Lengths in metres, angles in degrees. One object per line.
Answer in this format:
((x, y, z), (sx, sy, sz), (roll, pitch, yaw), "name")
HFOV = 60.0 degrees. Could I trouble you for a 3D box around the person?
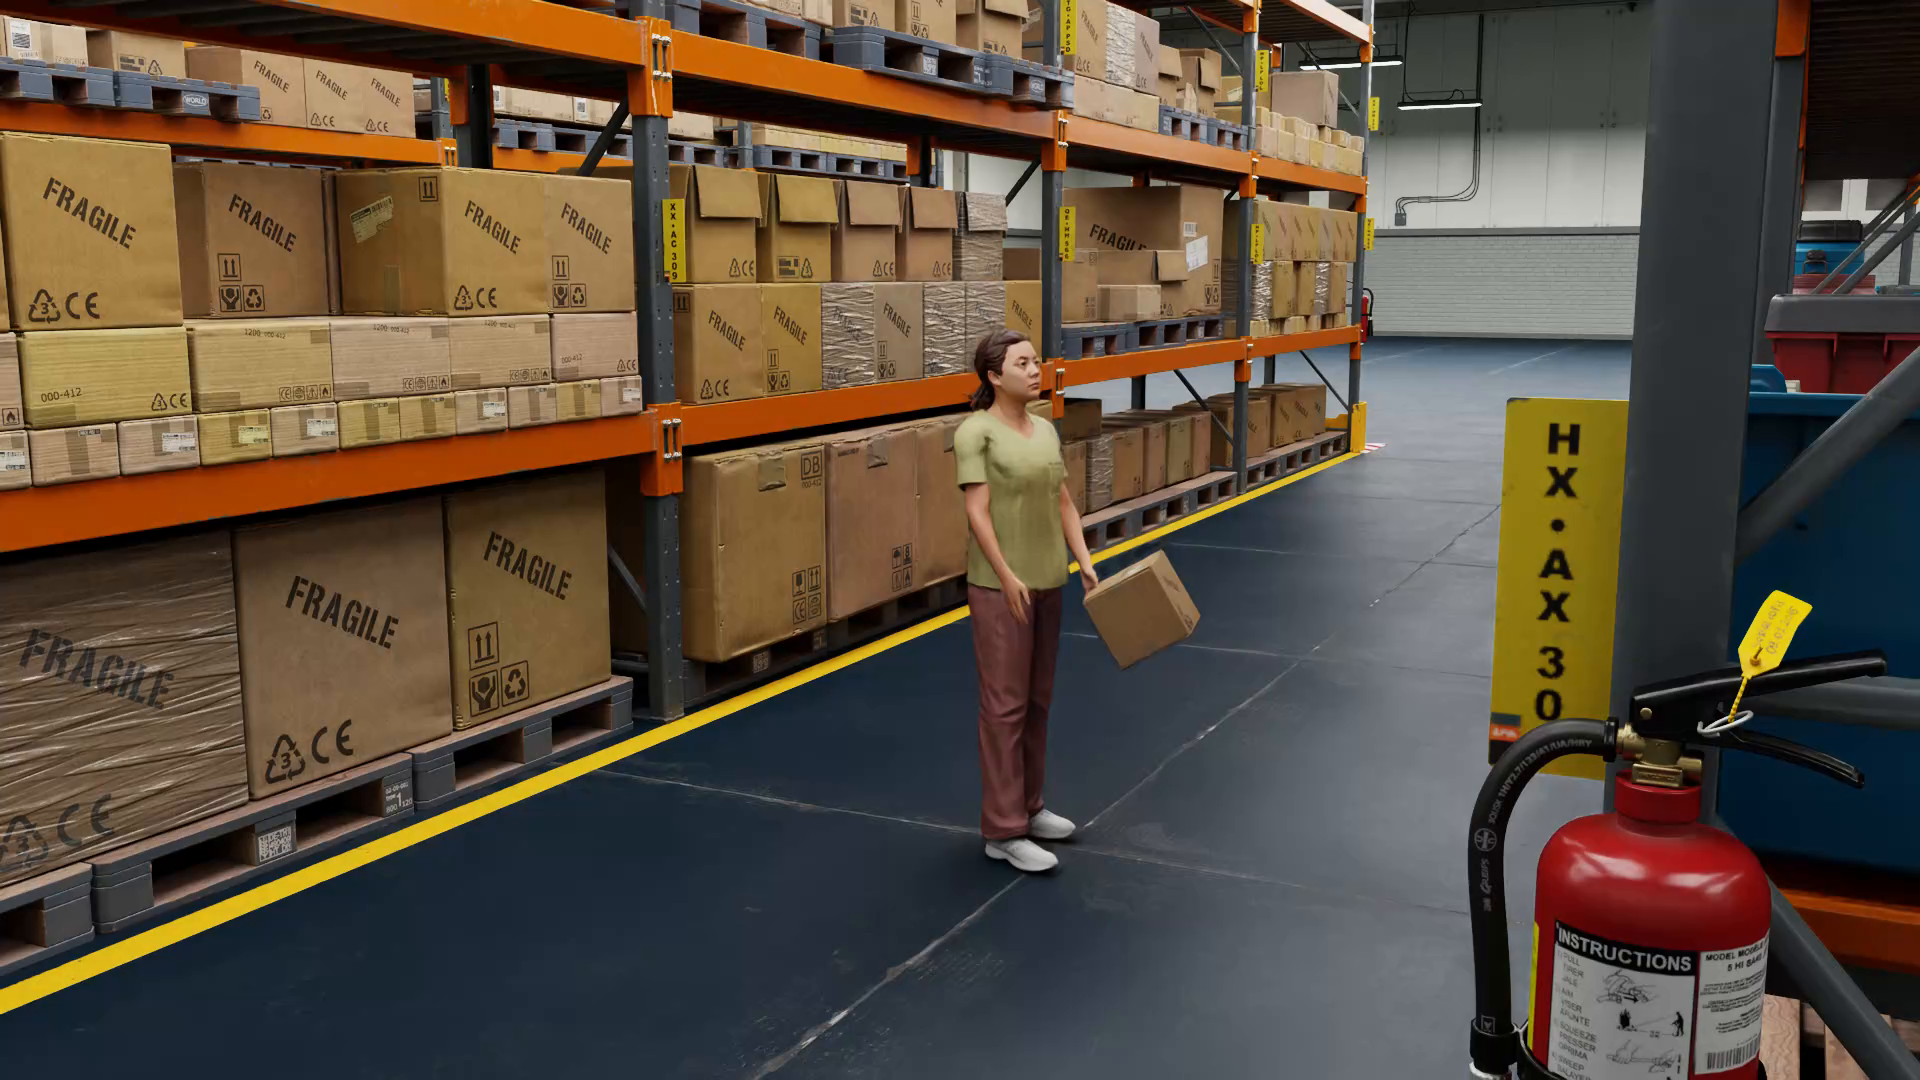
((0.235, 0.166, 5.319), (0.472, 1.671, 0.546), (-9, 13, -43), "person")
